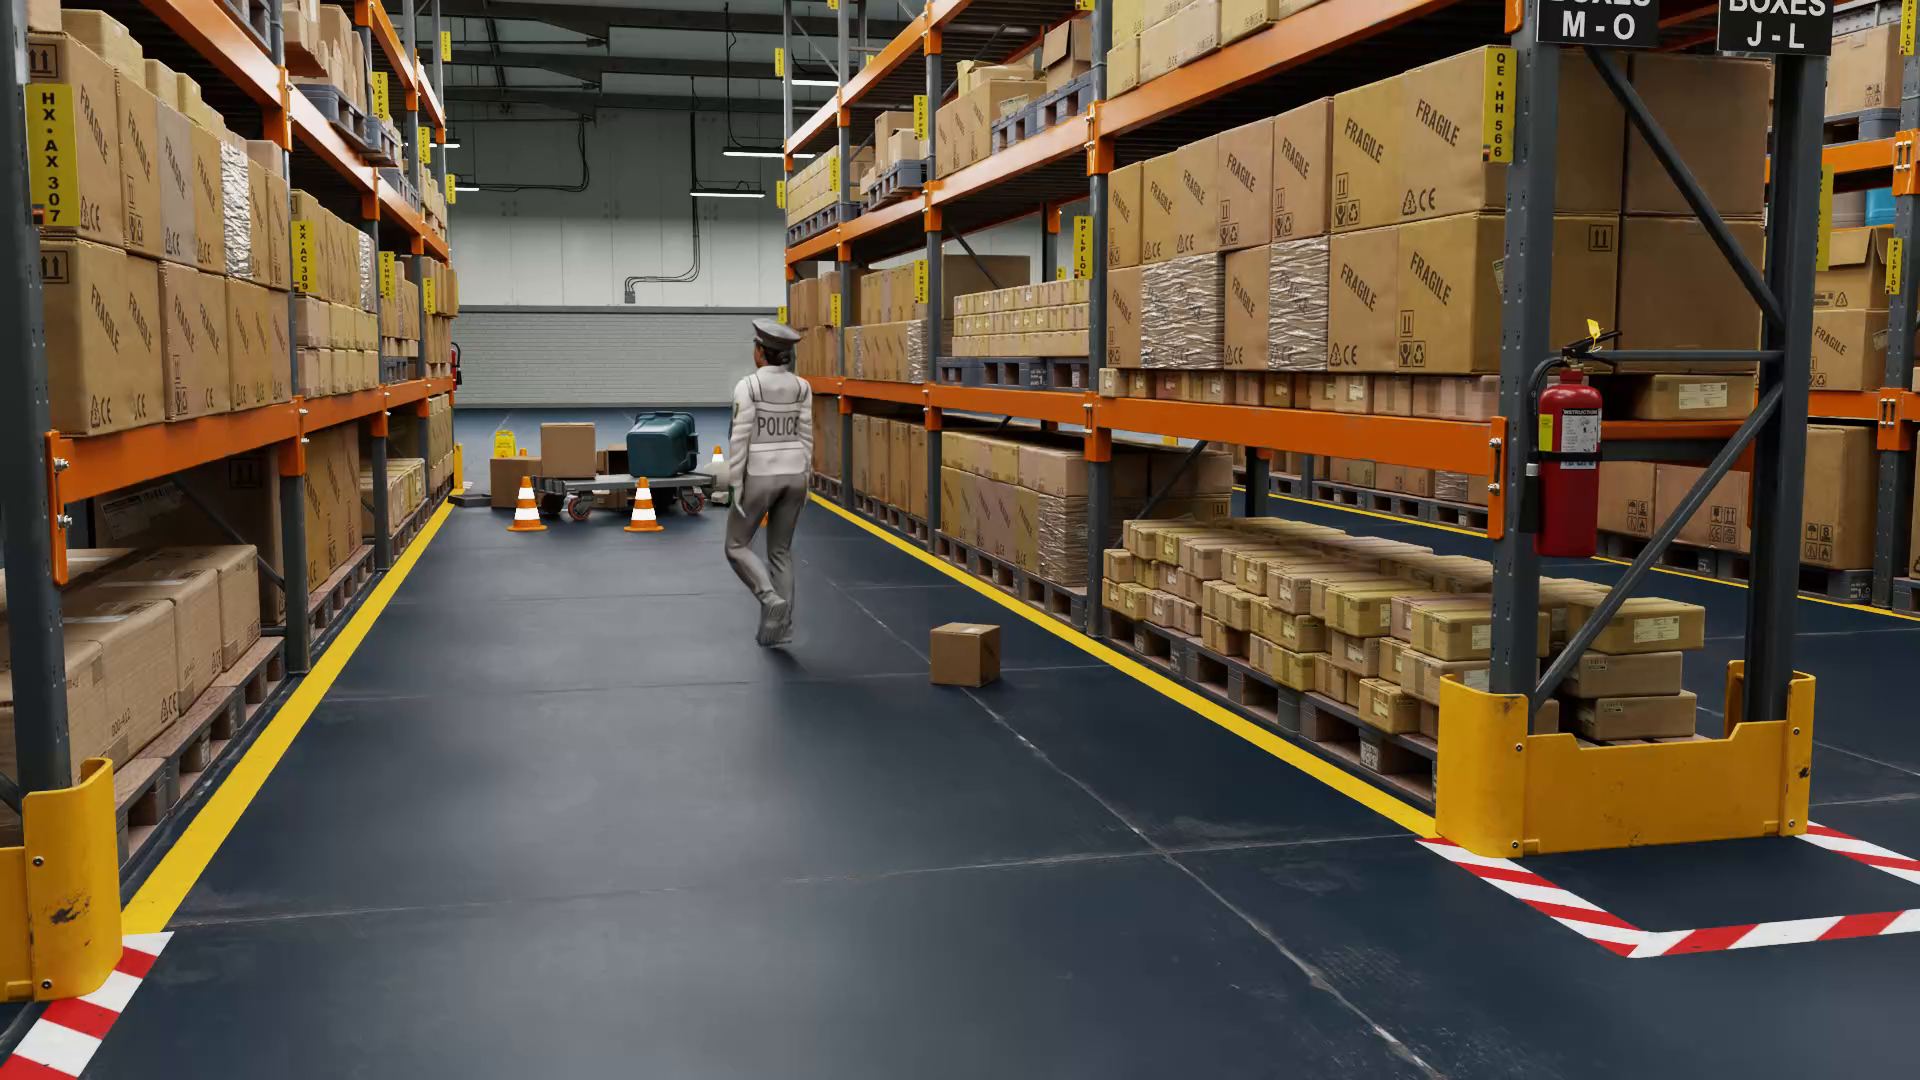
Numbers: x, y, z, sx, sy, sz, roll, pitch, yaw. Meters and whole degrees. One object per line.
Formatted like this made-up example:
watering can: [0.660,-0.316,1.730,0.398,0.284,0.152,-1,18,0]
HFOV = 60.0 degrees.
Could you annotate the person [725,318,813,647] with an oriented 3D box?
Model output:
person: [-0.955,-0.291,8.489,0.487,1.679,0.451,-4,8,-34]
